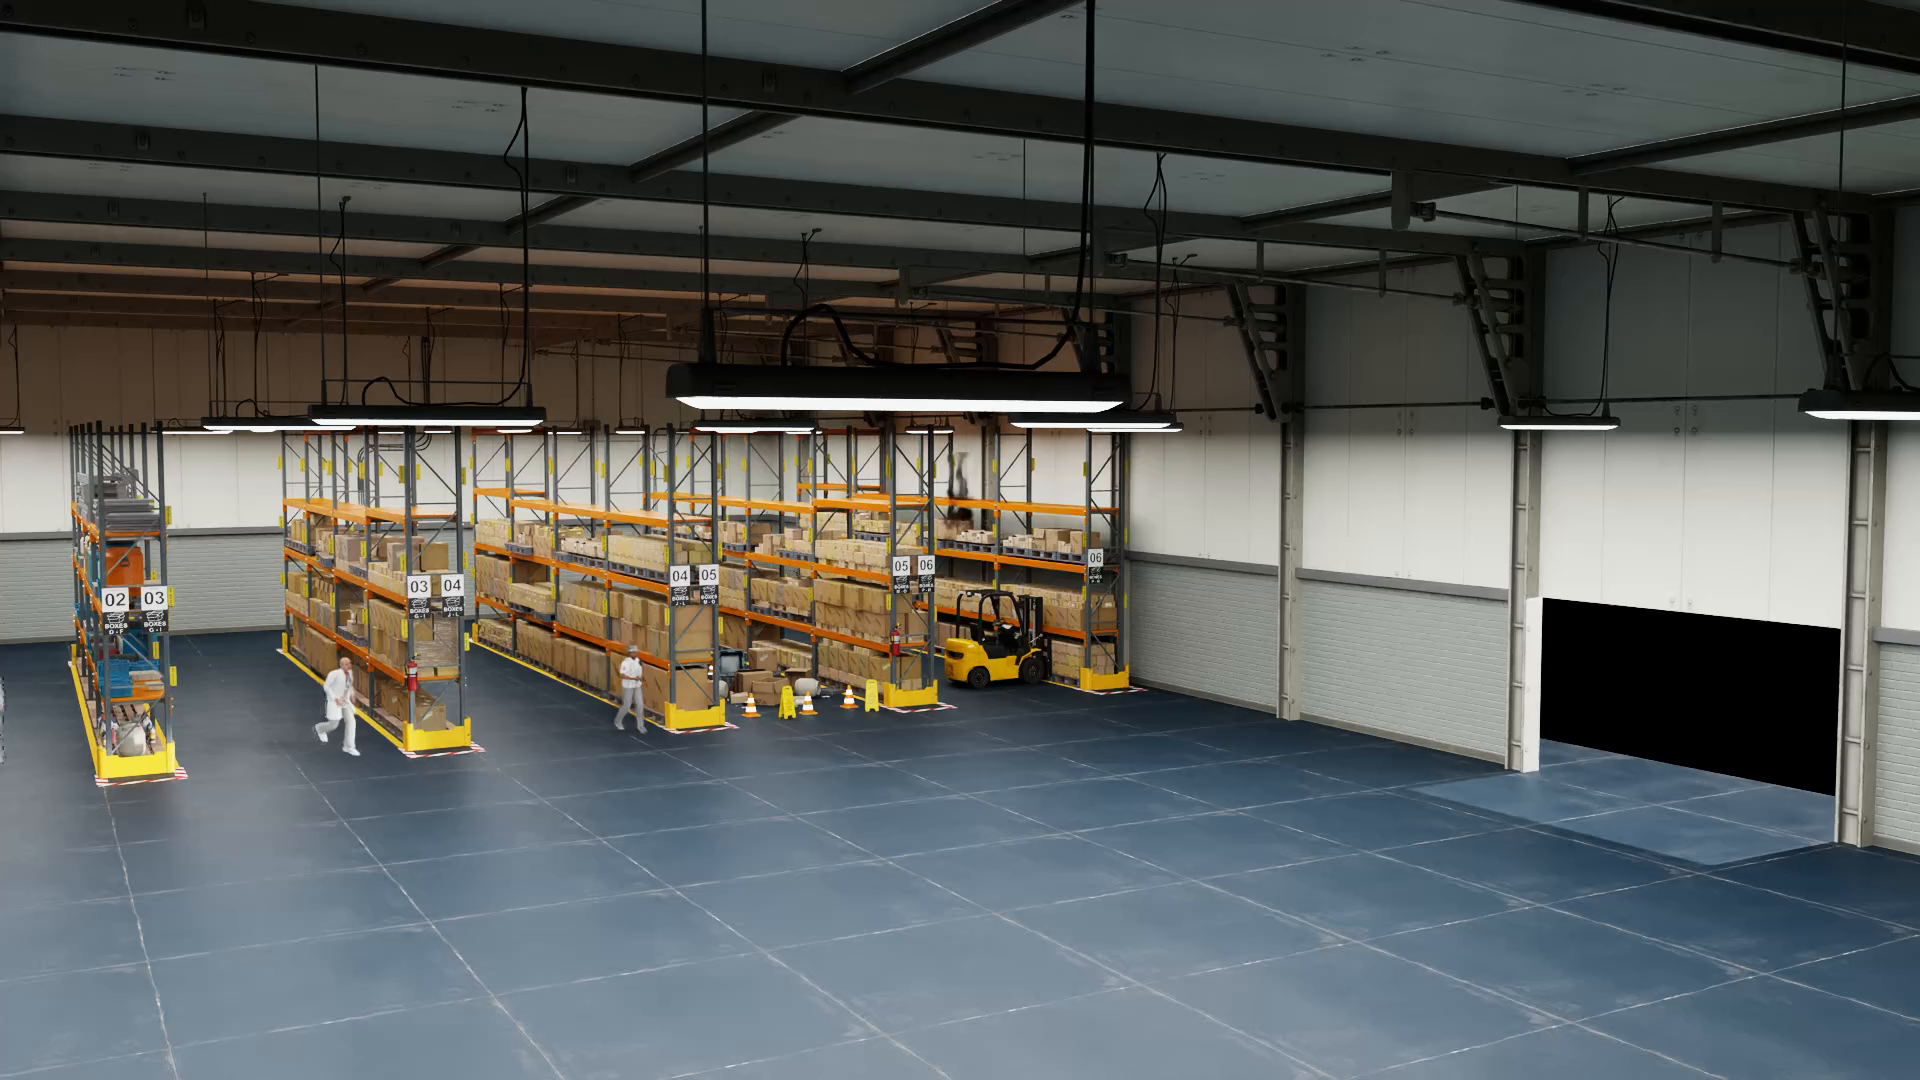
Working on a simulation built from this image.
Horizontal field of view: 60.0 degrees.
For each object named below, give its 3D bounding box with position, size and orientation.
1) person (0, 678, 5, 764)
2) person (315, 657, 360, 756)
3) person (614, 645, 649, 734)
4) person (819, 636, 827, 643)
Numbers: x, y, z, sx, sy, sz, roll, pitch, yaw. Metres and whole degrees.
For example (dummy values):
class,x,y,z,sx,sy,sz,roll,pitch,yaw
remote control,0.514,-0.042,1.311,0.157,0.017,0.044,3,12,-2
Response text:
class,x,y,z,sx,sy,sz,roll,pitch,yaw
person,-17.123,2.998,29.272,0.947,1.783,0.644,3,5,40
person,-11.293,3.004,30.176,1.097,1.778,0.714,2,4,31
person,-6.380,2.884,32.269,0.811,1.737,0.592,3,4,38
person,-3.550,2.186,43.162,0.650,1.832,0.752,-2,4,-28
